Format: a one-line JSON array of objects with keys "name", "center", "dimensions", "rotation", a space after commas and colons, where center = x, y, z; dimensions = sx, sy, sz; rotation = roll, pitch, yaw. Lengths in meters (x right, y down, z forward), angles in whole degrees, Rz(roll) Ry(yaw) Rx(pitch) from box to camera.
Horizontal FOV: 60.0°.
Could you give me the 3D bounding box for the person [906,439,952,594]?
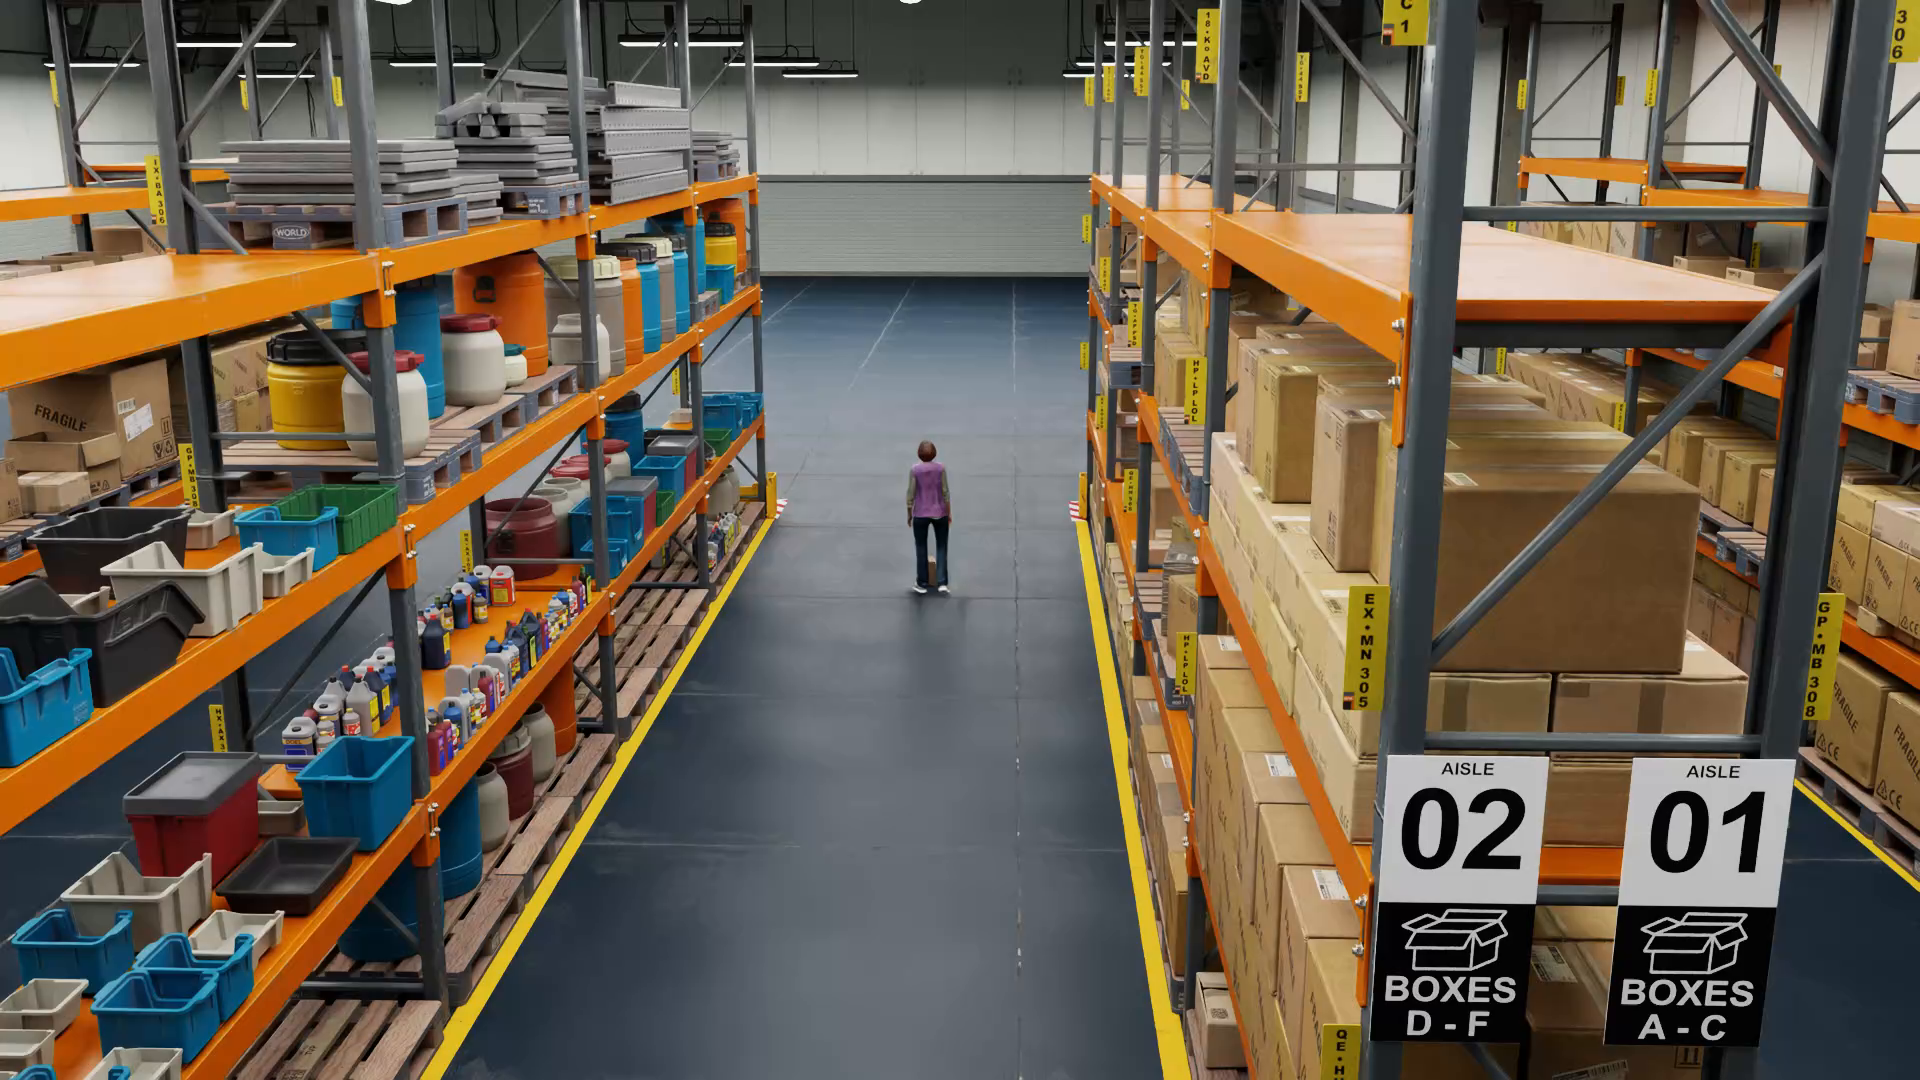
[{"name": "person", "center": [-0.318, -0.229, 16.895], "dimensions": [0.464, 1.637, 0.373], "rotation": [-2, 14, -7]}]
